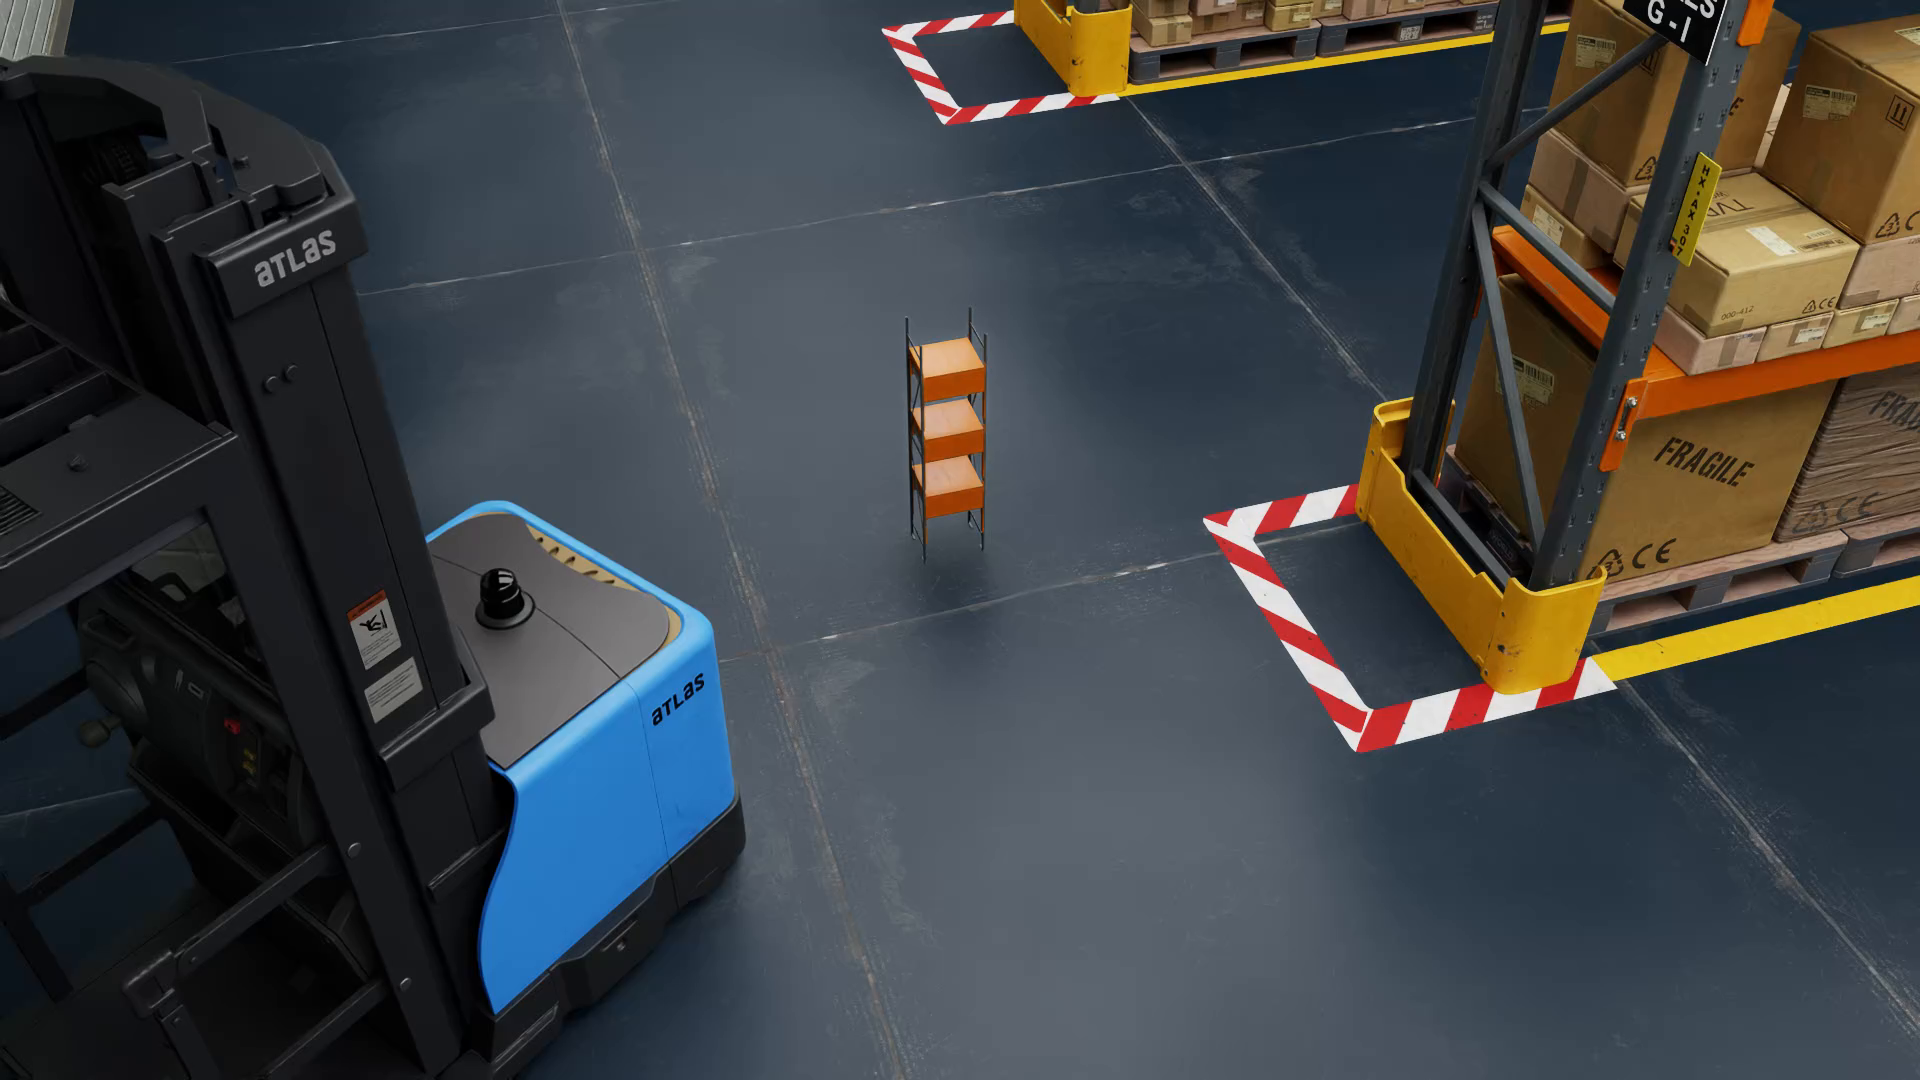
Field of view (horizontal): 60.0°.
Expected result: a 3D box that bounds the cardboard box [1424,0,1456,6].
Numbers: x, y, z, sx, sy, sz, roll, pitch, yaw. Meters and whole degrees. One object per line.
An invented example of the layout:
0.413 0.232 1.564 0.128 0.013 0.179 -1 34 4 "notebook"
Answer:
2.875 -3.458 10.275 0.250 0.149 0.380 -11 42 -12 "cardboard box"

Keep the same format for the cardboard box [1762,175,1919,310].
3.014 -1.043 5.552 0.500 0.250 0.500 -12 43 -14 "cardboard box"

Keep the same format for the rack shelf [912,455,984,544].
-0.051 -0.168 6.582 0.240 0.259 0.215 -12 42 -13 "rack shelf"

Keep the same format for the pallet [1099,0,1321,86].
1.446 -3.191 10.242 1.213 0.211 1.003 -12 42 -13 "pallet"

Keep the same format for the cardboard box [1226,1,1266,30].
1.644 -3.232 10.017 0.250 0.149 0.380 -11 42 -13 "cardboard box"

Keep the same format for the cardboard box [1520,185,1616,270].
2.222 -1.138 5.963 0.250 0.149 0.380 -11 42 -12 "cardboard box"

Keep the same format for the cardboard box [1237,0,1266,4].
1.650 -3.349 9.925 0.250 0.149 0.380 -11 42 -13 "cardboard box"

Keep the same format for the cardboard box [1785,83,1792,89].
3.333 -1.474 6.045 0.500 0.250 0.500 -13 43 -15 "cardboard box"

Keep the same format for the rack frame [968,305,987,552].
0.065 -0.409 6.420 0.008 1.050 0.200 -12 42 -13 "rack frame"

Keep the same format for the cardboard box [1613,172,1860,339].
2.520 -0.936 5.430 0.500 0.250 0.500 -13 43 -14 "cardboard box"

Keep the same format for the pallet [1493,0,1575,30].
3.773 -3.673 10.794 1.213 0.211 1.003 -12 42 -13 "pallet"

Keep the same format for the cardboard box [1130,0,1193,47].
1.184 -3.075 9.837 0.250 0.149 0.380 -11 42 -12 "cardboard box"

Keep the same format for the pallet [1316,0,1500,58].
2.607 -3.430 10.515 1.213 0.211 1.003 -12 42 -13 "pallet"

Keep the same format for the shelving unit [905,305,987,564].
-0.051 -0.385 6.392 0.252 1.050 0.215 -12 42 -13 "shelving unit"

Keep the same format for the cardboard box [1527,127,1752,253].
2.364 -1.273 5.815 0.500 0.250 0.500 -12 43 -14 "cardboard box"

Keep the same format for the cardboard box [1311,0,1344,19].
2.135 -3.323 10.122 0.250 0.149 0.380 -12 42 -13 "cardboard box"

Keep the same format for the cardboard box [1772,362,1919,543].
3.436 -0.670 6.532 0.875 0.875 0.875 -12 42 -13 "cardboard box"

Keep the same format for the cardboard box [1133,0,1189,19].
1.165 -3.227 9.785 0.250 0.149 0.380 -10 42 -11 "cardboard box"

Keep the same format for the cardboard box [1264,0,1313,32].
1.920 -3.213 9.996 0.250 0.149 0.380 -11 42 -13 "cardboard box"

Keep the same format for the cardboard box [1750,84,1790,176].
2.848 -1.373 5.929 0.500 0.250 0.500 -12 43 -14 "cardboard box"

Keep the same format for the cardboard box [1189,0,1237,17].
1.443 -3.246 9.807 0.250 0.149 0.380 -12 43 -13 "cardboard box"

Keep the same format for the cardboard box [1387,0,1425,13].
2.655 -3.389 10.197 0.250 0.149 0.380 -12 42 -13 "cardboard box"

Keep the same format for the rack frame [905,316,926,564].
-0.167 -0.361 6.365 0.008 1.050 0.200 -12 42 -13 "rack frame"

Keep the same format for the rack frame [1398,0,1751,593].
1.981 -0.955 5.564 0.127 3.000 1.000 -12 42 -13 "rack frame"

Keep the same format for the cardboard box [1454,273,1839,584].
2.568 -0.490 6.327 0.875 0.875 0.875 -12 42 -13 "cardboard box"

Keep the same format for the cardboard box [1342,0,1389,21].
2.399 -3.318 10.116 0.250 0.149 0.380 -14 43 -15 "cardboard box"

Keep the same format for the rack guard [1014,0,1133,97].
0.660 -3.161 9.989 0.348 0.500 1.175 -12 42 -13 "rack guard"

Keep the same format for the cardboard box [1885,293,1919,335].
3.156 -0.878 5.666 0.250 0.149 0.380 -12 43 -14 "cardboard box"

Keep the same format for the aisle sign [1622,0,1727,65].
2.003 -1.732 4.476 0.004 0.787 0.394 -12 42 -13 "aisle sign"

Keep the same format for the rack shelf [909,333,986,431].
-0.051 -0.591 6.213 0.240 0.259 0.215 -12 42 -13 "rack shelf"

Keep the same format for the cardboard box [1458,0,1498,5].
3.144 -3.467 10.286 0.250 0.149 0.380 -12 43 -13 "cardboard box"

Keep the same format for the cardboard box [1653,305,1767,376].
2.419 -0.724 5.489 0.250 0.149 0.380 -11 42 -13 "cardboard box"

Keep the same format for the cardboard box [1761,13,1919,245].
2.997 -1.317 5.296 0.500 0.500 0.500 -13 43 -14 "cardboard box"

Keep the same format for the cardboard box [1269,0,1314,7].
1.927 -3.332 9.906 0.250 0.149 0.380 -10 42 -12 "cardboard box"

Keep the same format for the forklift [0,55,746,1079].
-2.004 0.514 3.934 1.130 2.935 3.031 27 48 27 "forklift"

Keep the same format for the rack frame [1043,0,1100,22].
0.588 -4.088 9.149 0.127 3.000 1.000 -12 42 -13 "rack frame"

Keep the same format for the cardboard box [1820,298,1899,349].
2.907 -0.826 5.607 0.250 0.149 0.380 -13 43 -14 "cardboard box"

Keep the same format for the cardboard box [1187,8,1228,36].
1.409 -3.178 9.956 0.250 0.149 0.380 -12 43 -13 "cardboard box"

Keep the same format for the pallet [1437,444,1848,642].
2.720 -0.112 6.718 1.213 0.211 1.003 -12 42 -13 "pallet"

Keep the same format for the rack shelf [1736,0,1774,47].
3.889 -2.209 5.266 4.000 0.370 1.077 -12 42 -13 "rack shelf"

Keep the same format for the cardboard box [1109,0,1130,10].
1.027 -3.407 10.218 0.250 0.149 0.380 -11 42 -12 "cardboard box"

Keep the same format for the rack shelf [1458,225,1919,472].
3.889 -1.080 6.253 4.000 0.370 1.077 -12 42 -13 "rack shelf"

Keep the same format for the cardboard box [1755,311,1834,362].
2.663 -0.775 5.548 0.250 0.149 0.380 -12 43 -14 "cardboard box"

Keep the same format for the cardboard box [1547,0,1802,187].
2.367 -1.554 5.567 0.500 0.500 0.500 -11 42 -13 "cardboard box"

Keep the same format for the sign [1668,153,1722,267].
2.142 -0.962 4.853 0.005 0.325 0.100 -12 42 -13 "sign"

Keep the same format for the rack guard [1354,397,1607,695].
1.958 -0.009 6.380 0.348 0.500 1.175 -12 42 -13 "rack guard"

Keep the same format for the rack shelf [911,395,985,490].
-0.051 -0.377 6.399 0.240 0.259 0.215 -12 42 -13 "rack shelf"

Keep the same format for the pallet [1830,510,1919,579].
3.882 -0.351 6.991 1.213 0.211 1.003 -12 42 -13 "pallet"
